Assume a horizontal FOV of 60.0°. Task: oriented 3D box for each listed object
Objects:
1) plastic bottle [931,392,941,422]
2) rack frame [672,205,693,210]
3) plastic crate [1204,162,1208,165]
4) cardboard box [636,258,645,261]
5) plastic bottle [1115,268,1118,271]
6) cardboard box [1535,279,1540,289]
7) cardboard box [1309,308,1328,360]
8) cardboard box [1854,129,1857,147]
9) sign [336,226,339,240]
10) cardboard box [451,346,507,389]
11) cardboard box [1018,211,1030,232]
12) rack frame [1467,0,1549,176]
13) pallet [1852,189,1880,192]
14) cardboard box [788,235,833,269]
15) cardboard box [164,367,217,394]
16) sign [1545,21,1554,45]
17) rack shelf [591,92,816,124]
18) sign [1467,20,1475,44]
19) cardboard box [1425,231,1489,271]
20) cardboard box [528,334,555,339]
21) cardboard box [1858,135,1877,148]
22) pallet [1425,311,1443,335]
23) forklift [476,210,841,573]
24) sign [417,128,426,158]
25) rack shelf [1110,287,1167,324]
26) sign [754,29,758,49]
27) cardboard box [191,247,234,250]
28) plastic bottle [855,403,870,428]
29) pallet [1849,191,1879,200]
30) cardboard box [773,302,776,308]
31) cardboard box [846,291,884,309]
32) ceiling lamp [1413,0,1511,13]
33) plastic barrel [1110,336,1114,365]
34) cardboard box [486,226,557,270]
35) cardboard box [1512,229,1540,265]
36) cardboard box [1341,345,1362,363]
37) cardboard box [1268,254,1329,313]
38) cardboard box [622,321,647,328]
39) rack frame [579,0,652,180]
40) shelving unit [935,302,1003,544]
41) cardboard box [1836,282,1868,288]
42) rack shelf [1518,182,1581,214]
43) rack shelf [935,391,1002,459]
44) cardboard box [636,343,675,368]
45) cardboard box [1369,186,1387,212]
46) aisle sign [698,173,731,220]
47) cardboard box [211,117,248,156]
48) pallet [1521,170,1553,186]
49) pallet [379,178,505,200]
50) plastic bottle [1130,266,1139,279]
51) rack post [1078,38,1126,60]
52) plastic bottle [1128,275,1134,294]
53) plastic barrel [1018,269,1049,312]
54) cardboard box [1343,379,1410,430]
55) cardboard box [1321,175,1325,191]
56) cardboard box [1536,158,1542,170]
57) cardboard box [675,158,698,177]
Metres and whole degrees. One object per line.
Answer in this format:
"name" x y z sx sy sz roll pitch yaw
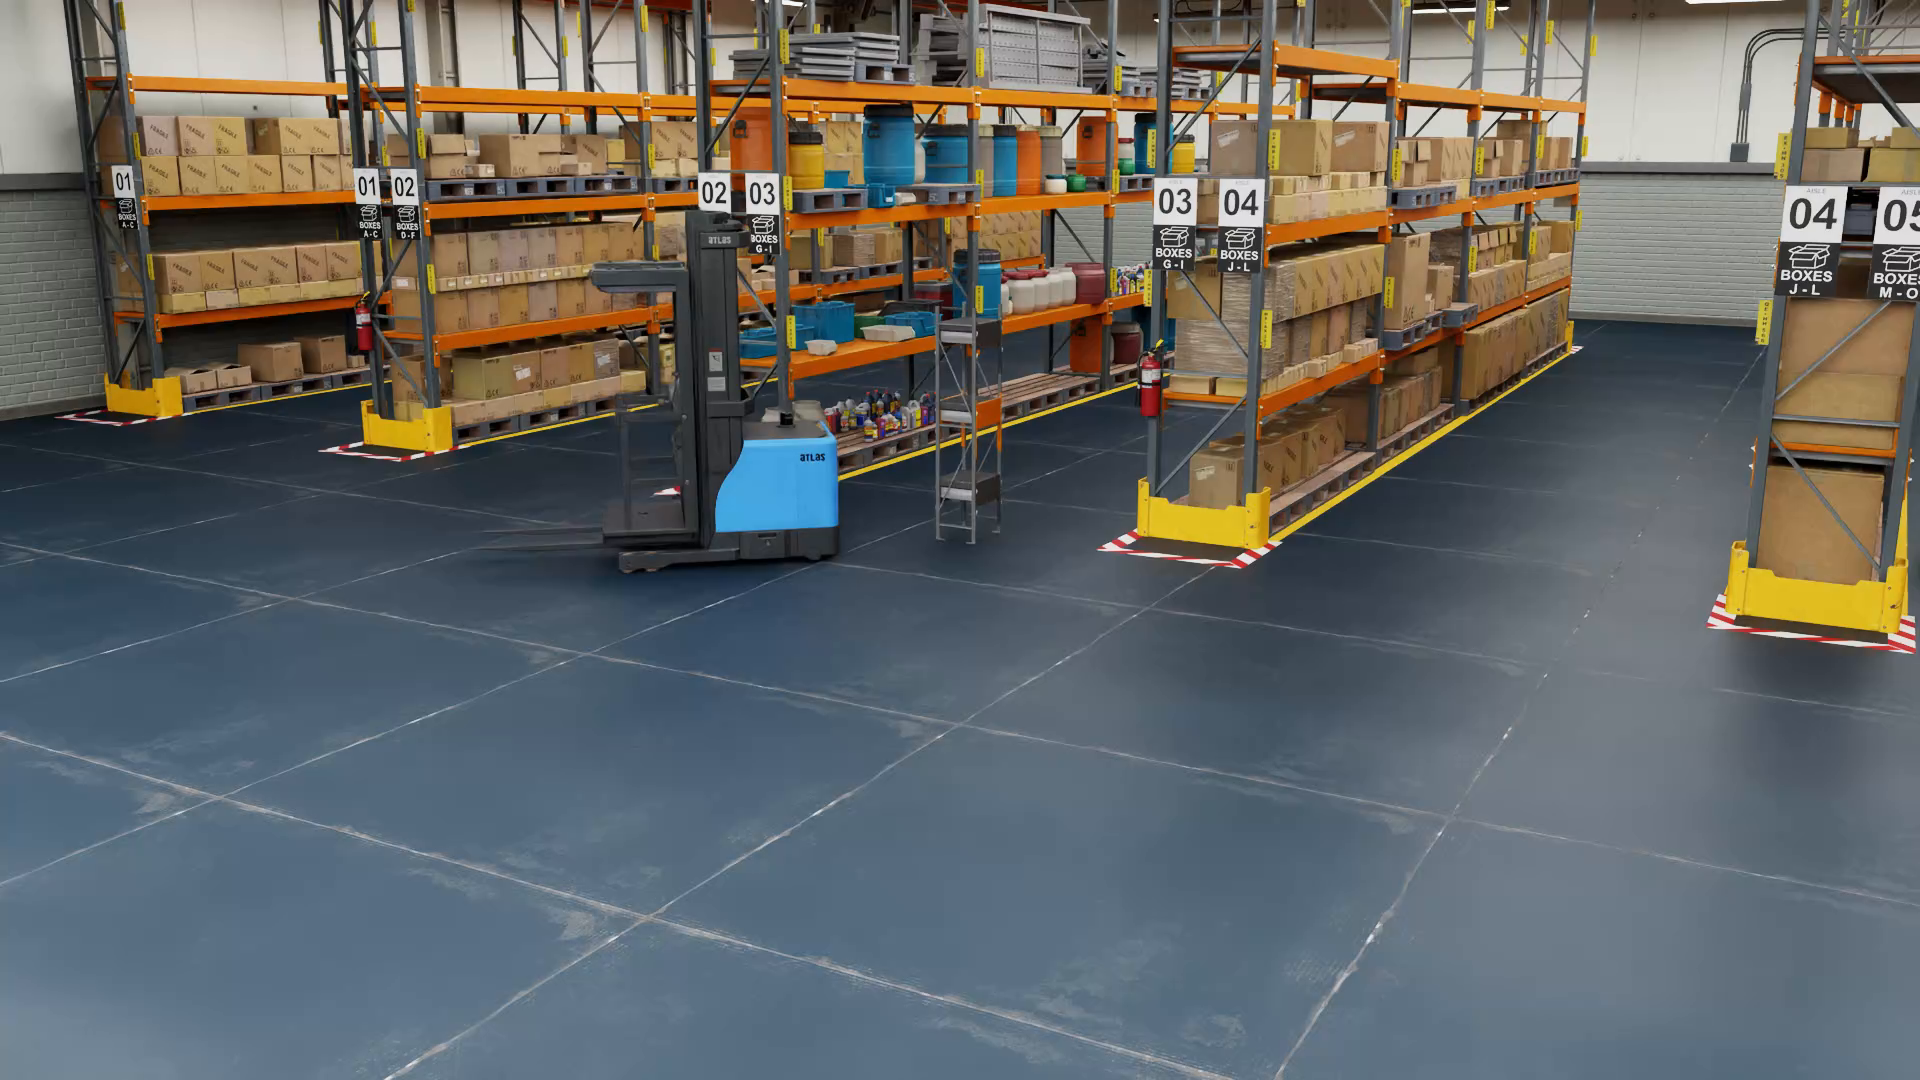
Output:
"plastic bottle" -0.302 -1.600 19.983 0.144 0.351 0.185 7 15 27
"rack frame" -5.048 -5.602 31.872 1.000 3.000 0.127 7 15 28
"plastic crate" 4.579 -6.446 29.105 0.504 0.338 0.767 7 15 28
"cardboard box" -5.888 -5.027 29.977 0.380 0.149 0.250 7 15 28
"plastic bottle" 2.427 -4.107 25.945 0.097 0.271 0.097 0 14 0
"cardboard box" 8.648 -3.928 25.461 0.380 0.149 0.250 8 16 30
"cardboard box" 3.117 -2.075 16.392 0.875 0.500 0.500 7 15 28
"cardboard box" 7.421 -3.426 14.168 0.380 0.149 0.250 8 15 29
"sign" -9.403 -4.586 25.186 0.100 0.325 0.005 7 15 28
"cardboard box" -6.042 -2.163 20.974 0.500 0.500 0.500 7 15 28
"cardboard box" 1.006 -6.171 31.884 0.500 0.500 0.500 8 16 30
"rack frame" 7.960 -6.835 24.185 1.000 3.000 0.127 7 15 28
"pallet" 9.516 -3.514 17.212 1.003 0.211 1.213 8 16 31
"cardboard box" -2.438 -4.616 26.671 0.700 0.500 0.500 2 14 9
"cardboard box" -10.436 -2.179 22.470 0.500 0.311 0.500 6 15 22
"sign" 8.441 -7.269 23.822 0.100 0.325 0.005 7 15 28
"rack shelf" -3.611 -6.183 23.869 1.077 0.370 4.000 7 15 28
"sign" 7.486 -7.434 24.339 0.100 0.325 0.005 7 15 28
"cardboard box" 6.711 -3.916 22.523 0.797 0.503 0.637 8 16 29
"cardboard box" -7.284 -3.627 28.072 0.700 0.500 0.500 8 16 29
"cardboard box" 10.287 -4.507 19.081 0.396 0.266 0.258 7 15 28
"pallet" 5.105 -2.594 19.803 1.003 0.211 1.213 7 15 28
"forklift" -2.597 -1.286 14.114 3.031 2.935 1.130 -3 14 -11
"sign" -6.028 -4.438 18.606 0.100 0.325 0.005 7 15 28
"rack shelf" 2.657 -3.720 25.598 1.077 0.370 4.000 7 15 28
"sign" -3.123 -7.690 25.568 0.100 0.325 0.005 7 15 28
"cardboard box" -10.309 -3.771 22.954 0.500 0.500 0.500 7 15 27
"plastic bottle" -1.152 -1.472 19.613 0.152 0.276 0.135 7 15 28
"pallet" 7.981 -2.943 14.631 1.003 0.211 1.213 7 15 28
"cardboard box" -4.101 -4.941 33.566 0.700 0.500 0.500 8 16 29
"cardboard box" -1.641 -4.128 28.552 0.500 0.250 0.500 7 15 28
"ceiling lamp" 9.060 -11.320 30.333 2.000 3.185 0.800 7 15 28
"plastic barrel" 2.107 -2.882 25.001 0.421 0.512 0.421 0 14 0
"cardboard box" -5.514 -3.679 20.913 0.700 0.500 0.500 7 15 28
"cardboard box" 8.415 -4.424 25.071 0.500 0.500 0.500 7 15 28
"cardboard box" 3.920 -1.919 17.131 0.380 0.149 0.250 7 15 28
"cardboard box" 3.152 -2.423 15.701 0.500 0.500 0.500 7 15 28
"cardboard box" -6.083 -4.256 29.977 0.750 0.750 0.750 7 15 28
"rack frame" -4.577 -6.317 22.036 1.000 3.000 0.127 7 15 28
"shelving unit" 0.080 -1.055 14.928 0.431 2.100 0.503 7 15 28
"cardboard box" 7.240 -1.767 13.337 0.875 0.550 0.550 7 15 28
"rack shelf" 8.927 -5.438 26.323 1.077 0.370 4.000 7 15 28
"rack shelf" 0.080 -1.041 14.932 0.431 0.518 0.480 7 15 28
"cardboard box" -4.160 -2.597 23.181 0.500 0.311 0.500 7 15 28
"cardboard box" 4.101 -3.540 17.236 0.500 0.250 0.500 8 16 30
"aisle sign" -2.472 -3.301 16.778 0.394 0.787 0.004 7 15 28
"cardboard box" -9.926 -5.398 22.235 0.500 0.500 0.500 8 16 30
"pallet" 8.365 -5.501 25.239 1.003 0.211 1.213 7 15 28
"pallet" -6.147 -4.137 19.583 1.003 0.211 1.213 7 15 28
"plastic bottle" 2.752 -4.161 26.156 0.152 0.276 0.135 7 15 28
"rack post" 1.981 -6.997 23.758 0.624 0.289 0.986 7 15 28
"plastic bottle" 2.511 -3.772 24.528 0.061 0.283 0.133 7 15 28
"plastic barrel" 0.975 -3.315 22.096 0.433 0.535 0.433 0 14 0
"cardboard box" 4.925 -1.610 19.708 0.700 0.500 0.500 6 15 23
"cardboard box" 3.233 -3.386 15.746 0.380 0.149 0.250 7 15 27
"cardboard box" 8.550 -5.956 25.614 0.700 0.500 0.500 8 16 31
"cardboard box" -4.008 -5.228 23.344 0.500 0.250 0.500 6 15 23
